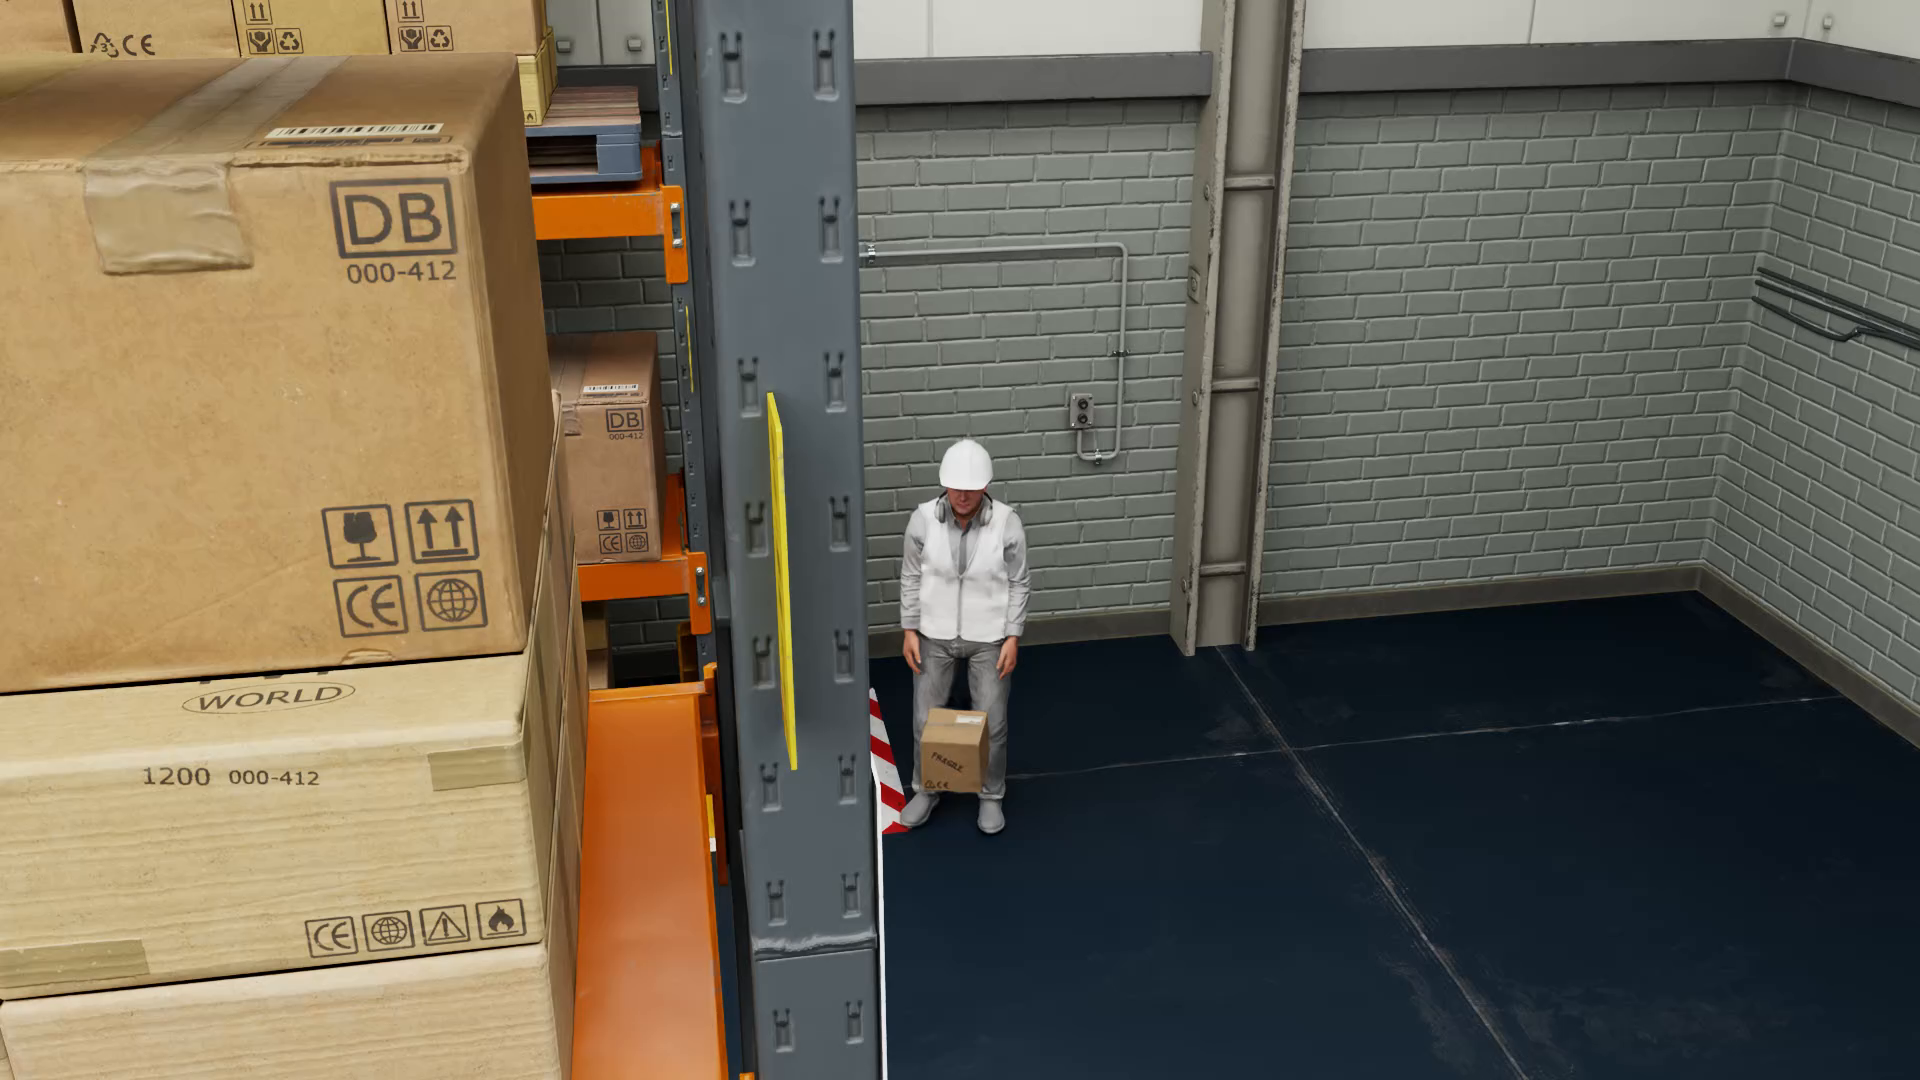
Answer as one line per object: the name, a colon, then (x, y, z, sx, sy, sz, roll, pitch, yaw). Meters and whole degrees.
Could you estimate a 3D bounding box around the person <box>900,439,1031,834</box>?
person: (0.020, 0.401, 7.122, 0.561, 1.775, 0.435, 3, 23, 8)
